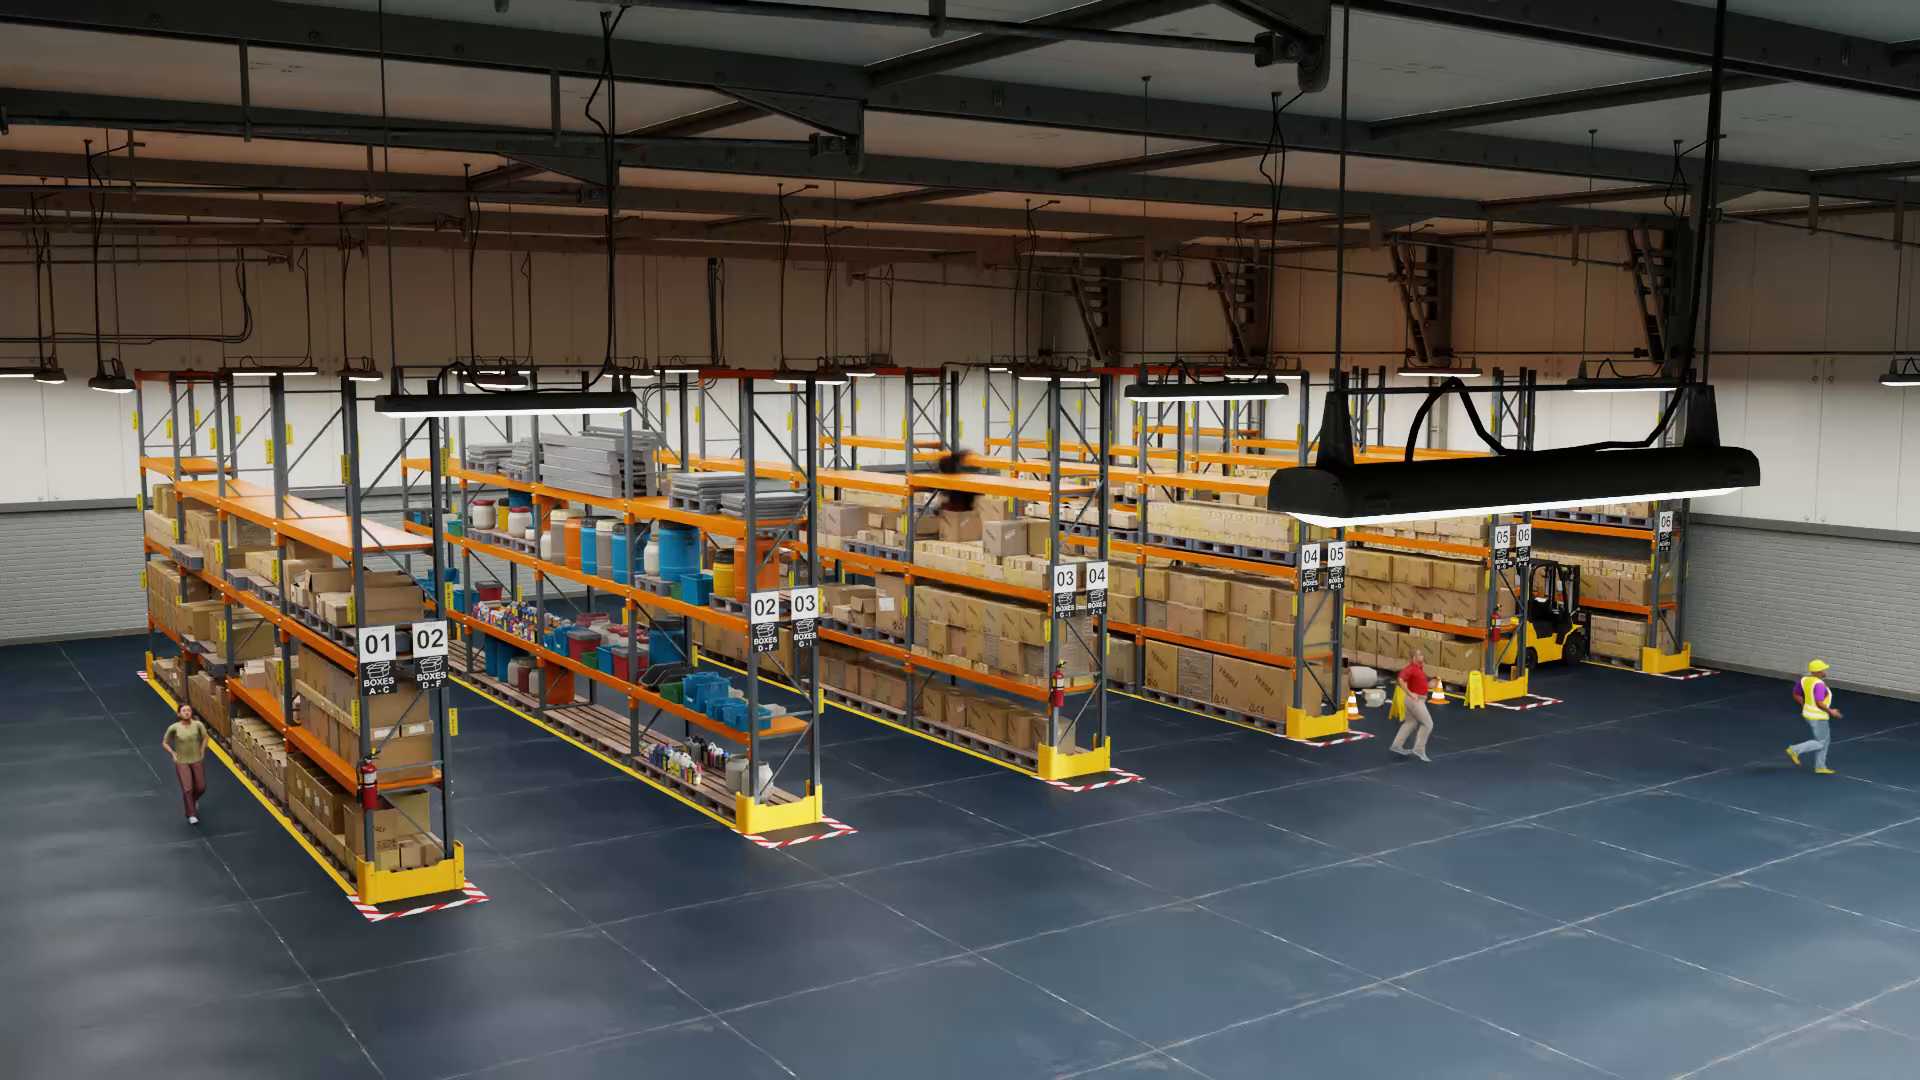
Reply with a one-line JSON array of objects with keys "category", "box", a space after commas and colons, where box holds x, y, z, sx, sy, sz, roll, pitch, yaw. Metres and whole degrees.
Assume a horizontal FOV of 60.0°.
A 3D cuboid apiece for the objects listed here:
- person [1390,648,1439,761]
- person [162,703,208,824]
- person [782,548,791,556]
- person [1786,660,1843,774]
[{"category": "person", "box": [7.096, 2.575, 25.944, 0.713, 1.774, 0.635, 2, 7, 16]}, {"category": "person", "box": [-10.446, 2.991, 22.476, 0.580, 1.619, 0.609, -5, 8, -36]}, {"category": "person", "box": [-4.111, 1.029, 39.283, 0.722, 1.735, 0.905, -2, 7, -18]}, {"category": "person", "box": [12.810, 2.666, 24.990, 0.778, 1.743, 0.698, 0, 6, 4]}]
